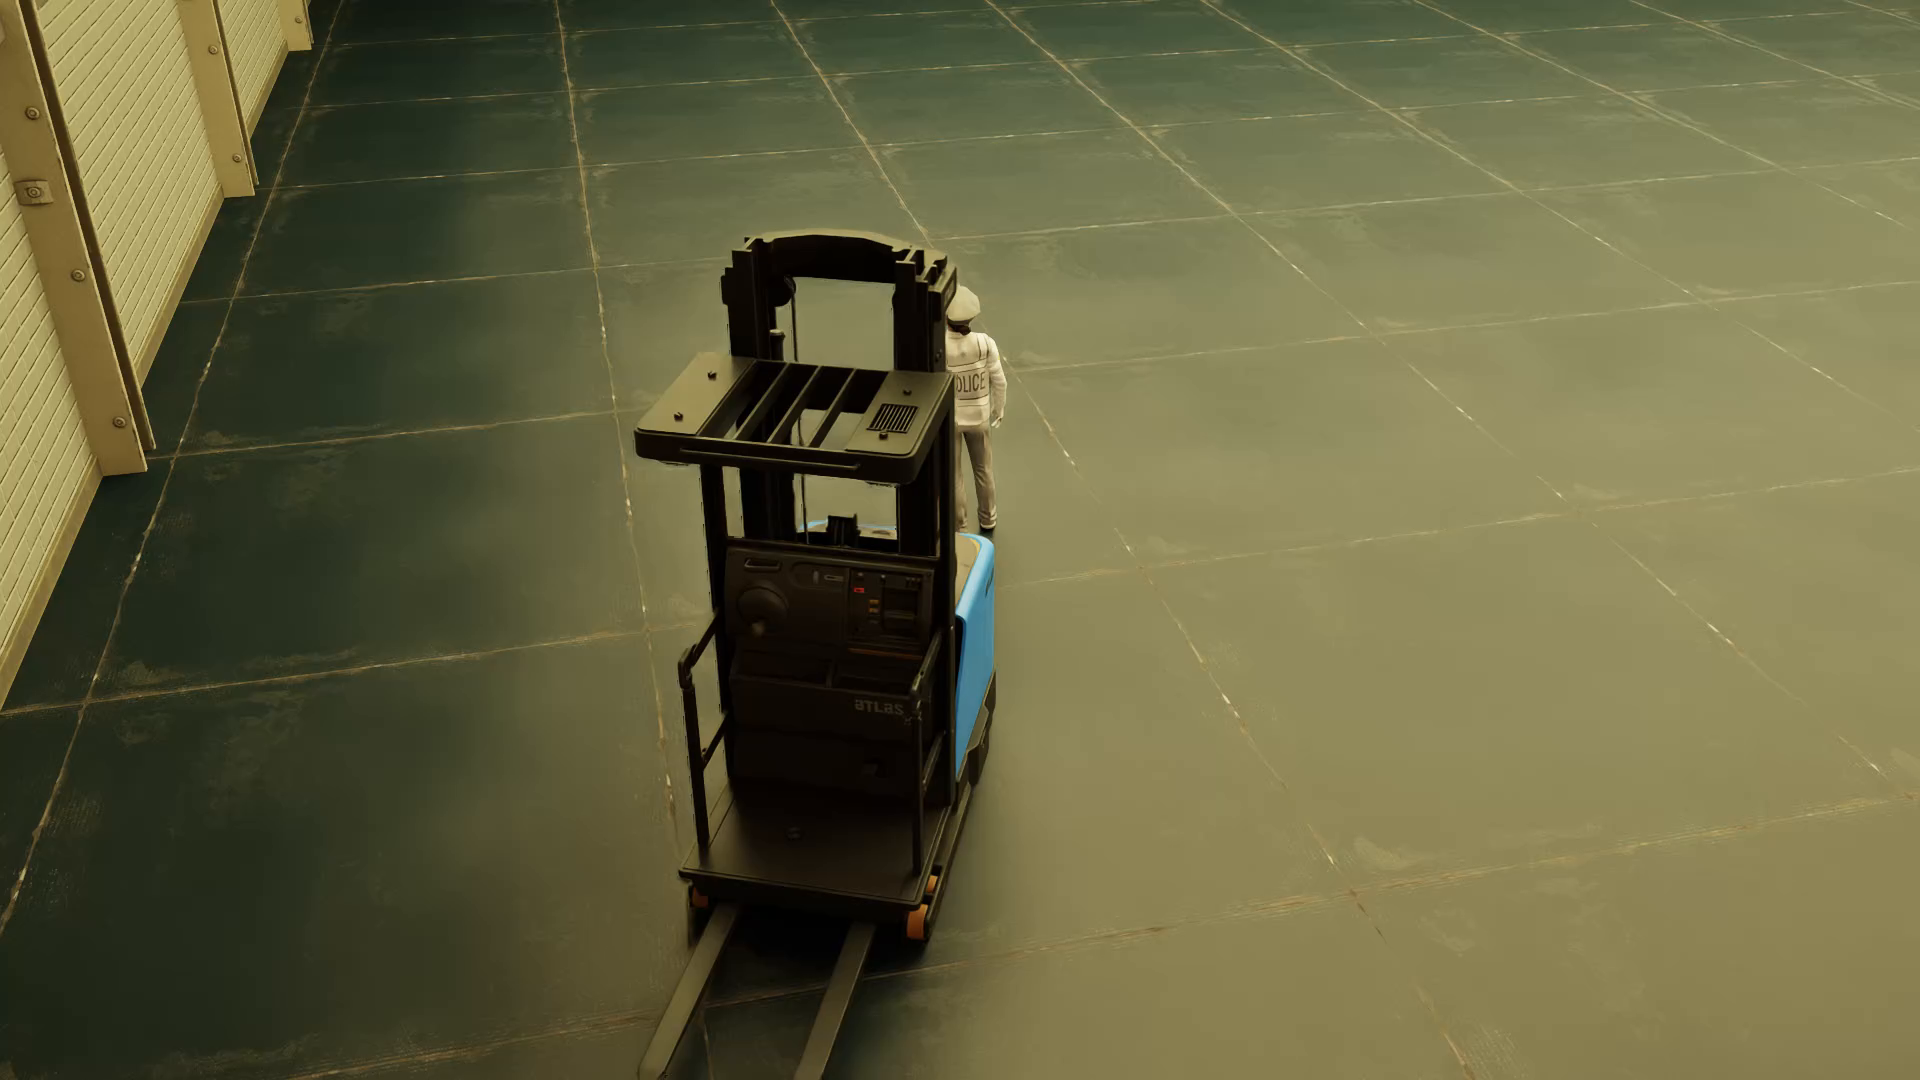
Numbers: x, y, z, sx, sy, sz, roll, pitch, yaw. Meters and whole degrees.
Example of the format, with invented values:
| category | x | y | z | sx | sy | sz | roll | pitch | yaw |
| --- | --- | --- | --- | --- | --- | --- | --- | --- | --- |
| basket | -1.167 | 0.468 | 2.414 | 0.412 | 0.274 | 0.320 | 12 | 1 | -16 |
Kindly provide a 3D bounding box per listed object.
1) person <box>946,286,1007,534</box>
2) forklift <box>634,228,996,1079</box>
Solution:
| category | x | y | z | sx | sy | sz | roll | pitch | yaw |
| --- | --- | --- | --- | --- | --- | --- | --- | --- | --- |
| person | -0.009 | -0.773 | 10.129 | 0.588 | 1.696 | 0.533 | -7 | 31 | -12 |
| forklift | -0.612 | 0.312 | 7.036 | 1.130 | 2.935 | 3.031 | 6 | 31 | 10 |
